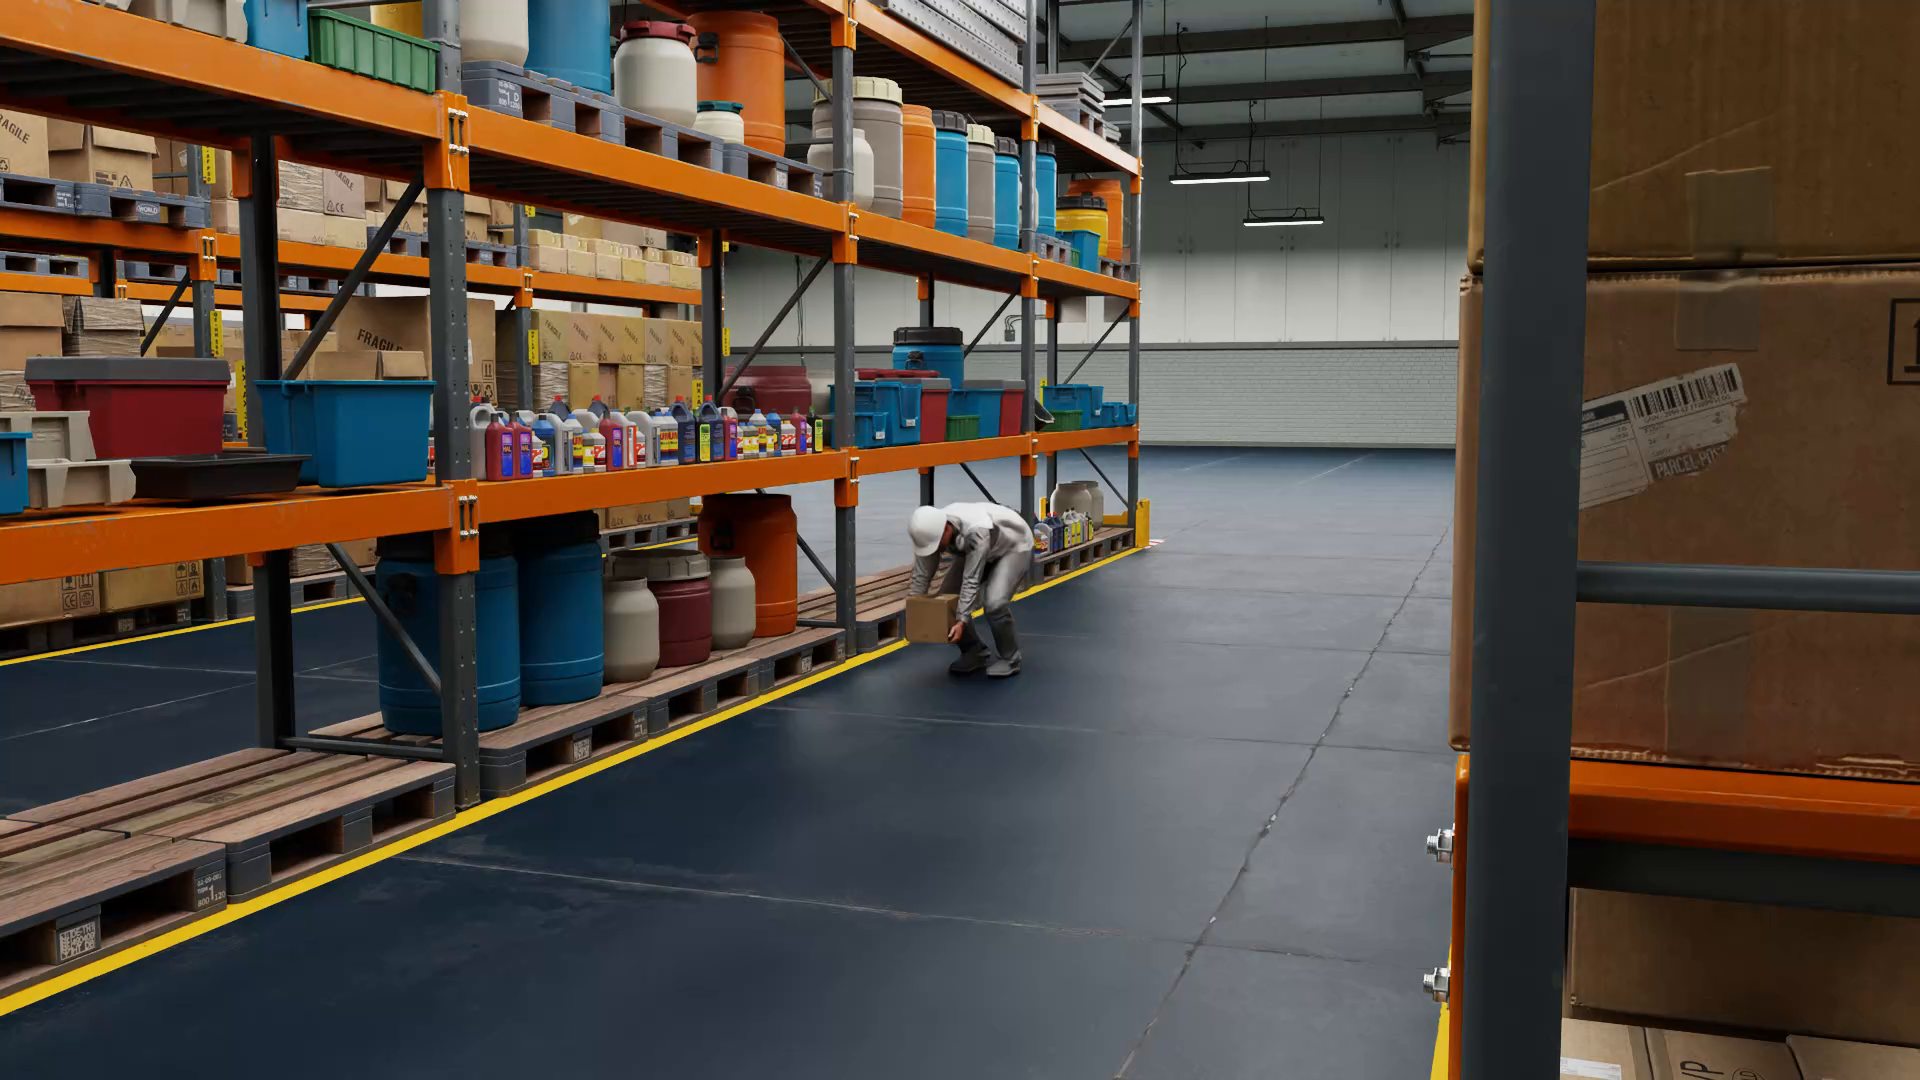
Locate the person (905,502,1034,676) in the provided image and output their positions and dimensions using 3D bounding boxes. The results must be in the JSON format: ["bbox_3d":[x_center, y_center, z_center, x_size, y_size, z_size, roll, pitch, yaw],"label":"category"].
[{"bbox_3d":[0.036,0.293,9.721,0.512,1.032,0.999,4,6,37],"label":"person"}]
